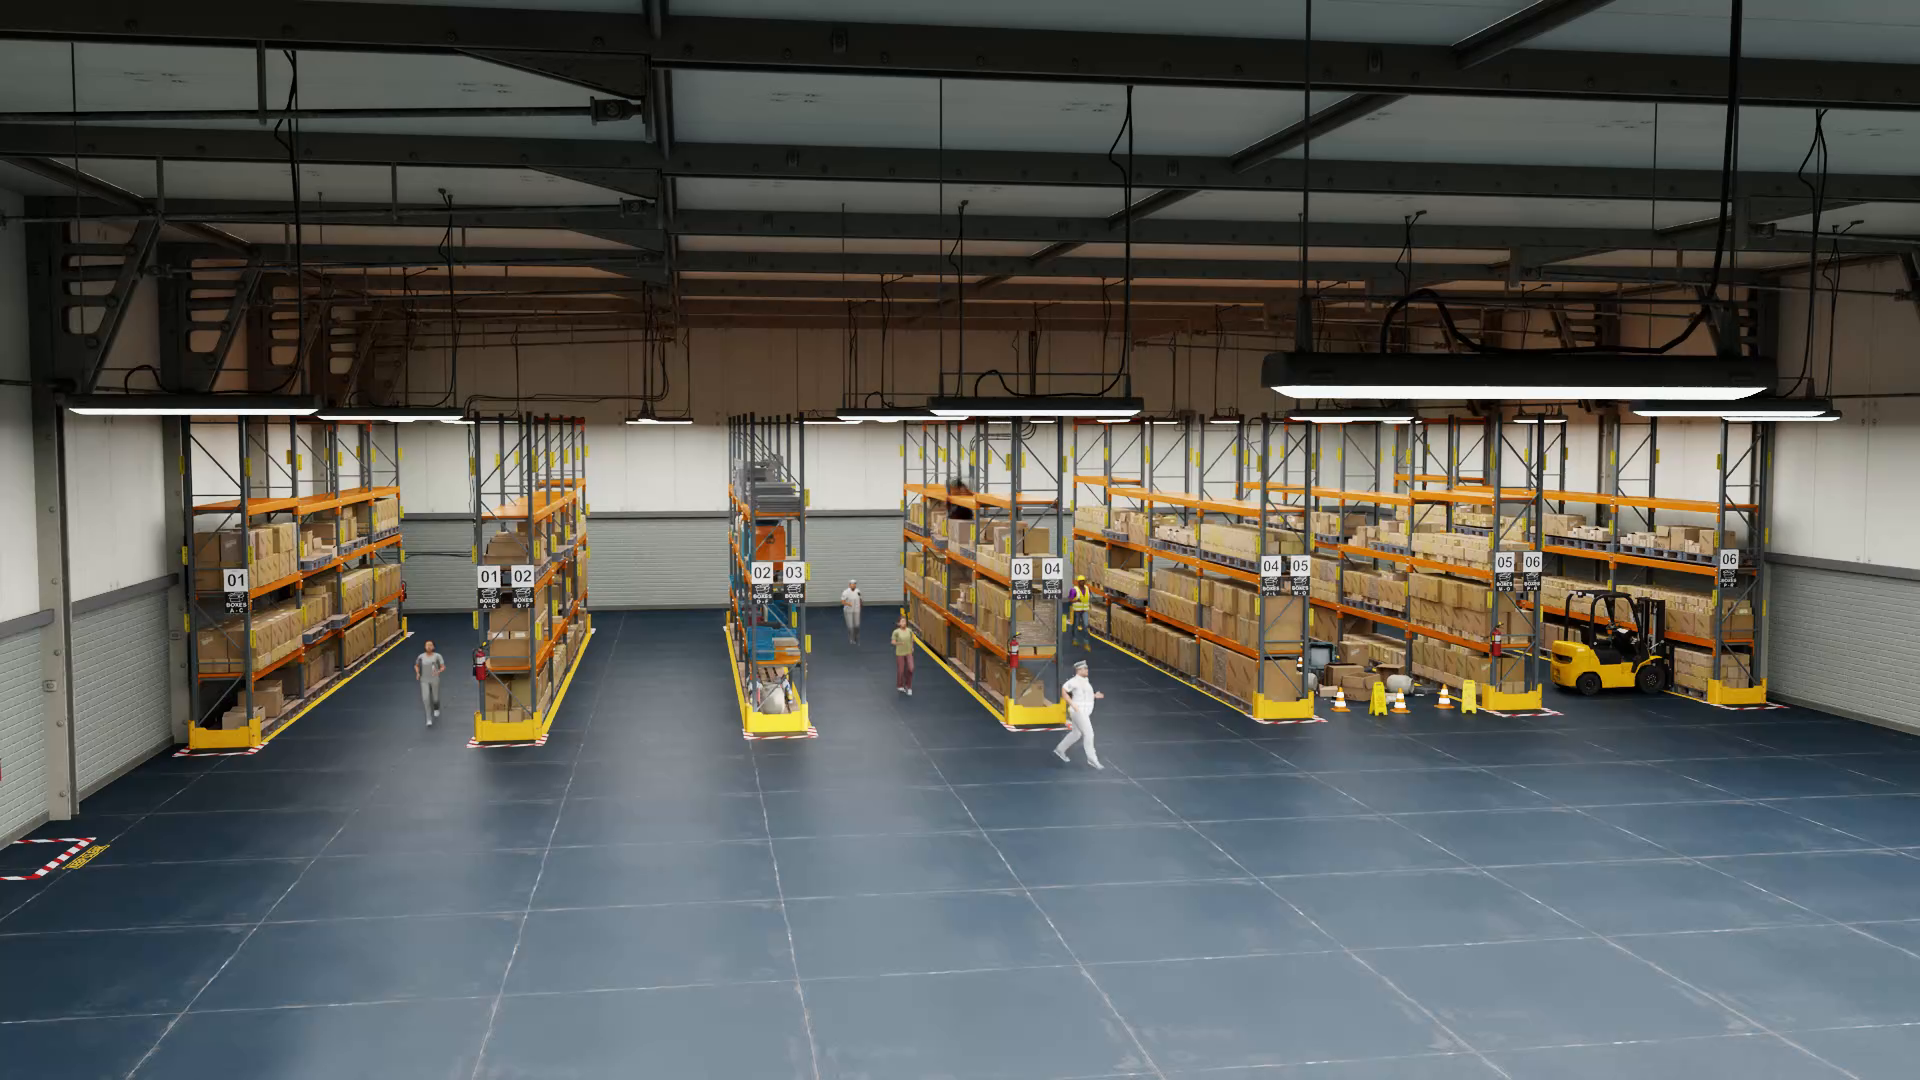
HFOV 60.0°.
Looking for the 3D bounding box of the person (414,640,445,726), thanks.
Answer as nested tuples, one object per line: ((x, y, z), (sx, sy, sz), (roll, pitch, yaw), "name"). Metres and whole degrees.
((-10.223, 2.726, 32.055), (0.571, 1.628, 0.753), (-1, 4, -12), "person")

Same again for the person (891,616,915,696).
((-1.209, 2.476, 35.523), (0.556, 1.709, 0.709), (-1, 4, -17), "person")

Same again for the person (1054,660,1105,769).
((2.015, 2.927, 28.030), (0.911, 1.828, 0.653), (1, 4, 16), "person")

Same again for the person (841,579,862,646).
((-2.681, 1.828, 41.559), (0.585, 1.690, 0.583), (-1, 4, -20), "person")

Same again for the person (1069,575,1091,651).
((2.962, 1.778, 40.850), (0.635, 1.845, 0.805), (-1, 4, -15), "person")
